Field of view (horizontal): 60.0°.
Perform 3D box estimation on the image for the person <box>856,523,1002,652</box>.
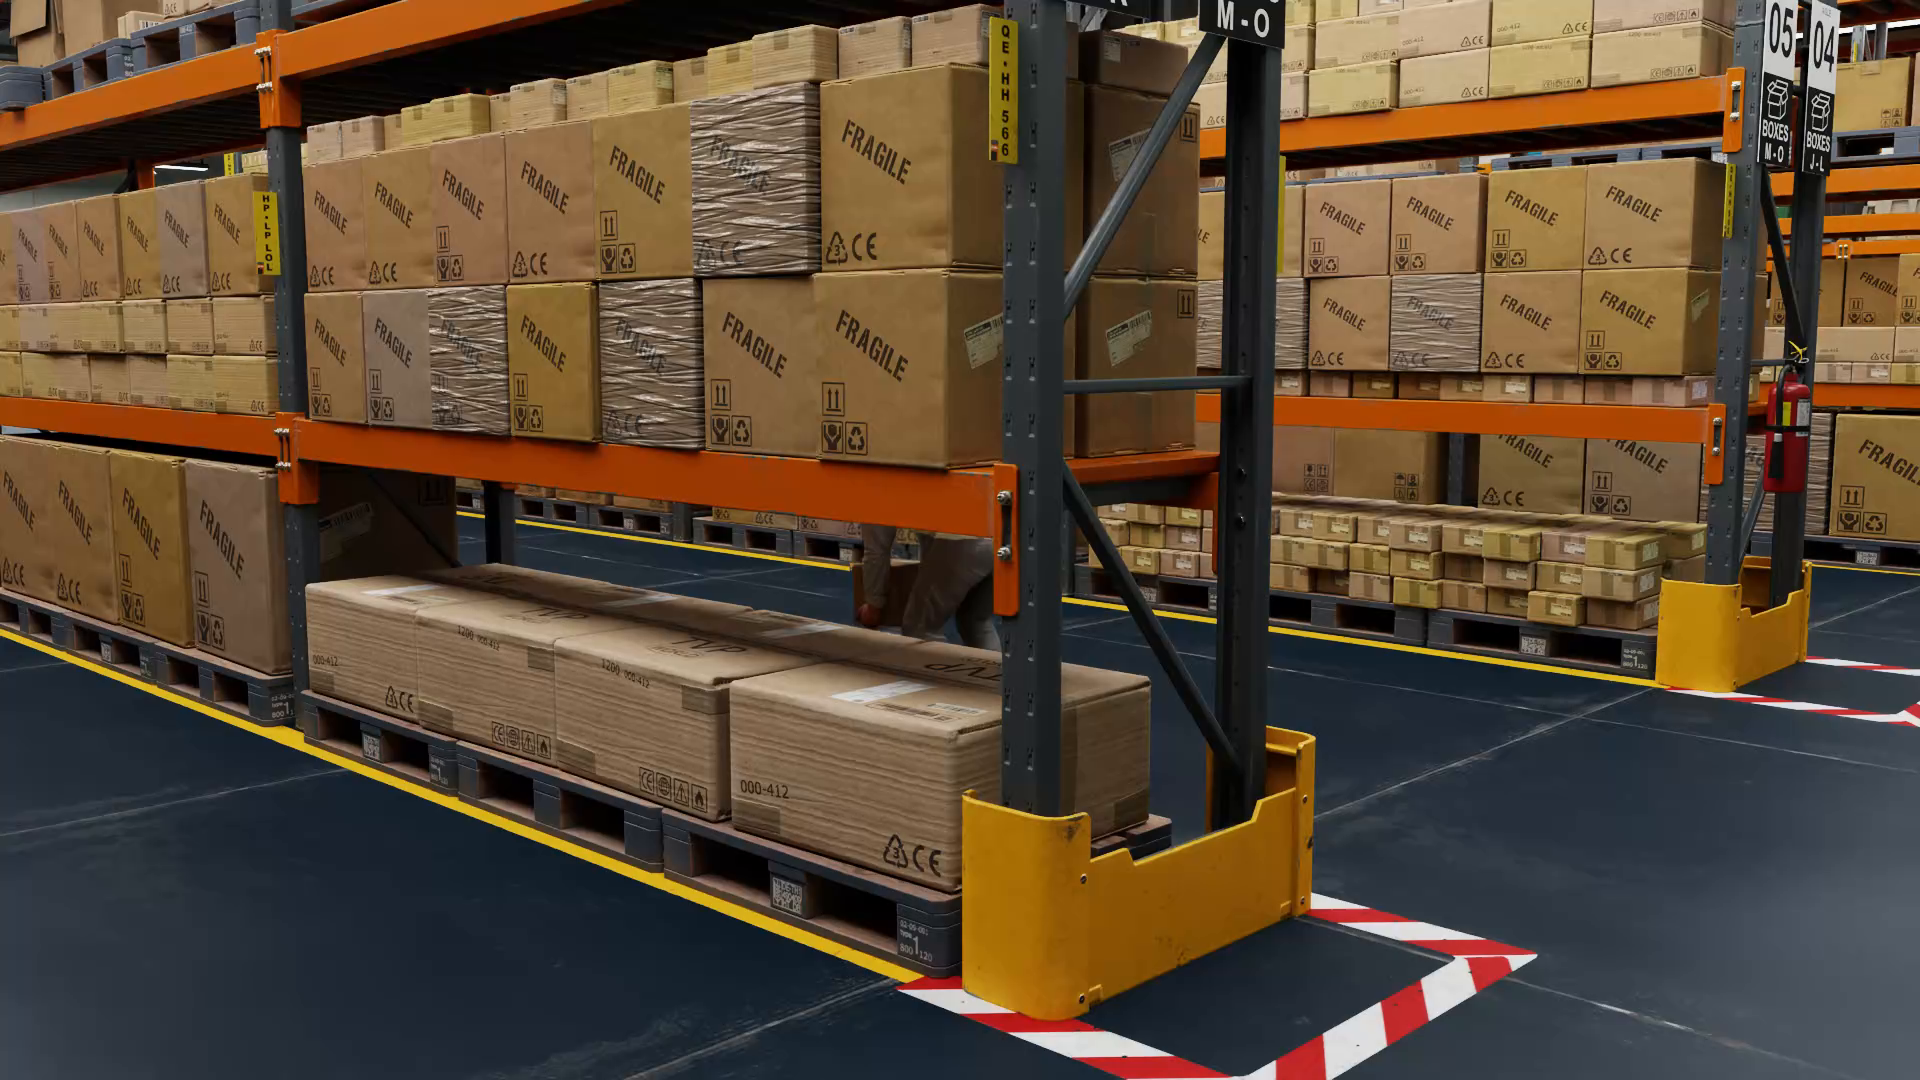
[{"bbox_3d":[-0.149,0.154,6.899,0.959,1.286,0.483,6,9,41],"label":"person"}]
